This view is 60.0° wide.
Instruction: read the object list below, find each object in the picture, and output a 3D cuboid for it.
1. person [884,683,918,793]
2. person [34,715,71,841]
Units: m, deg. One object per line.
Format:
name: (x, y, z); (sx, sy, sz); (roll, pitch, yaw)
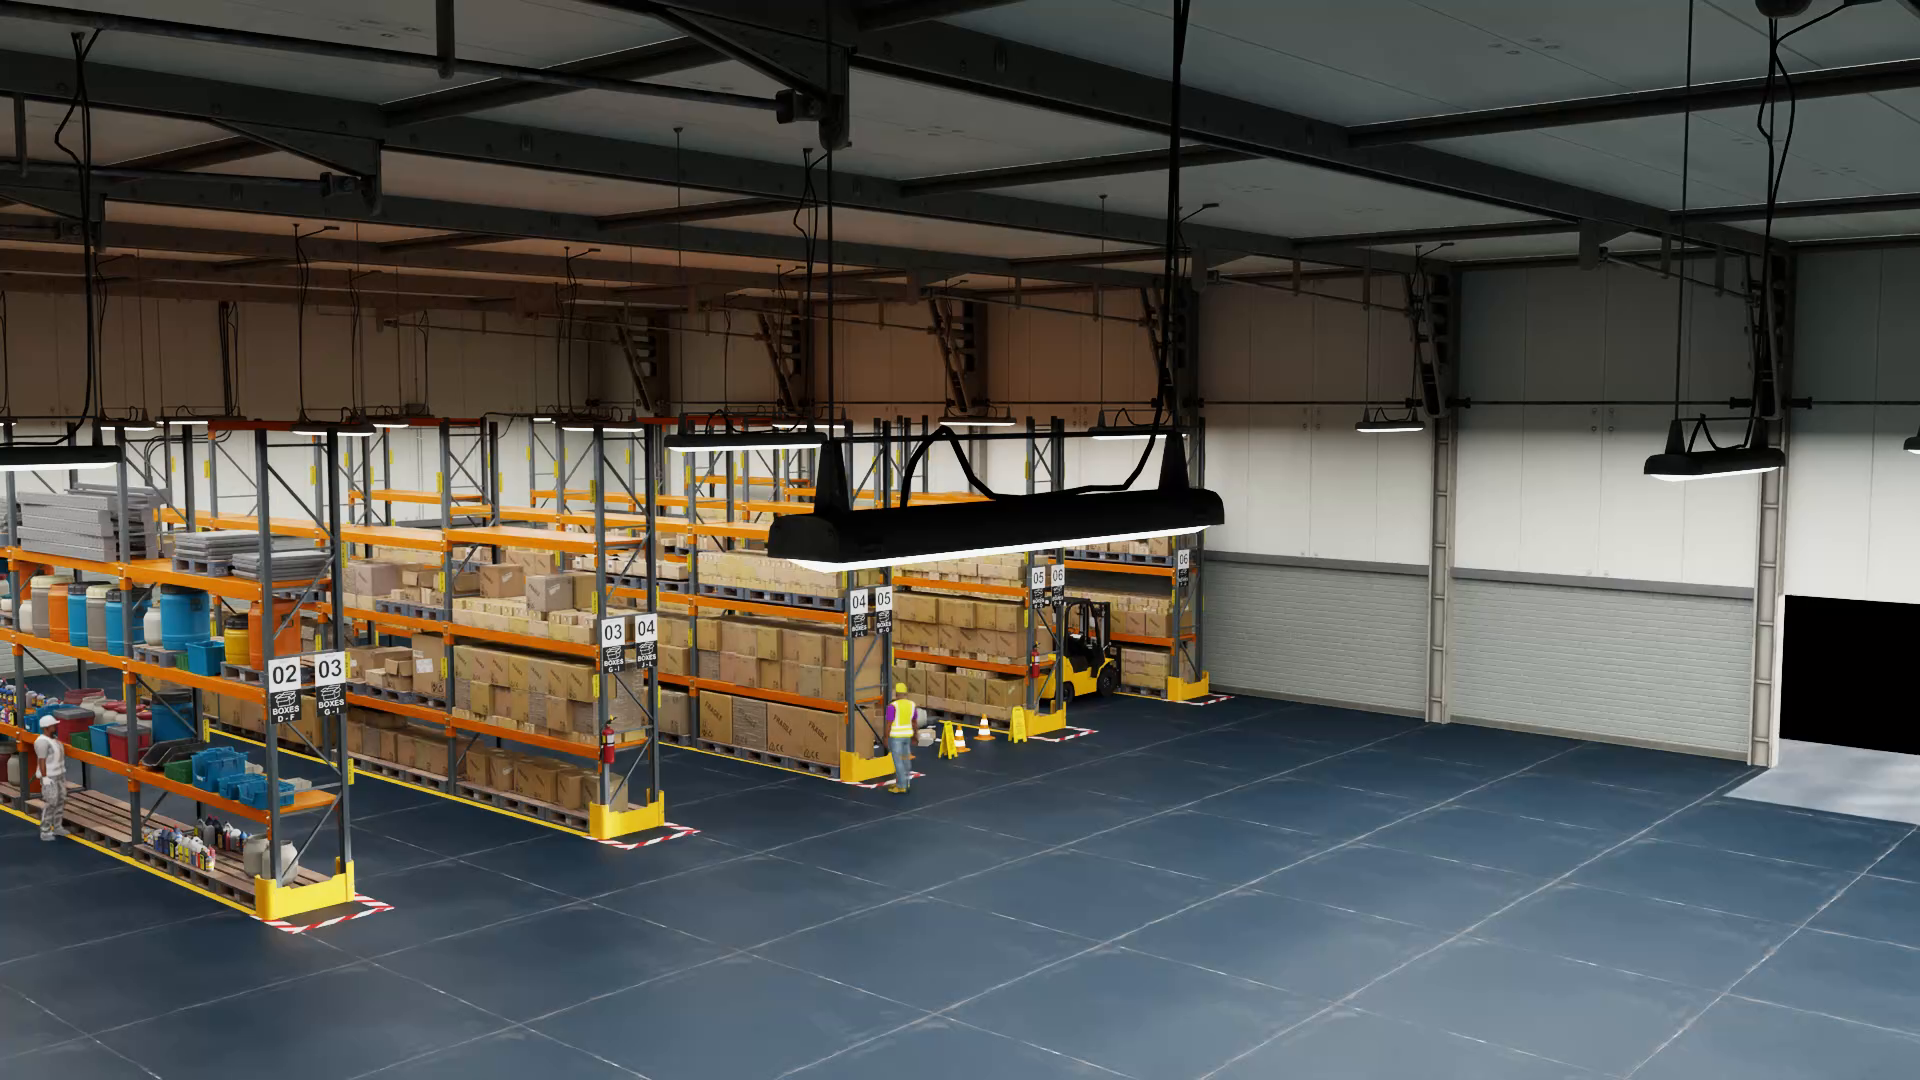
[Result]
person: (-1.003, 3.196, 27.040); (0.605, 1.776, 0.531); (-4, 6, -38)
person: (-13.224, 3.471, 24.239); (0.439, 1.857, 0.627); (0, 5, 1)
